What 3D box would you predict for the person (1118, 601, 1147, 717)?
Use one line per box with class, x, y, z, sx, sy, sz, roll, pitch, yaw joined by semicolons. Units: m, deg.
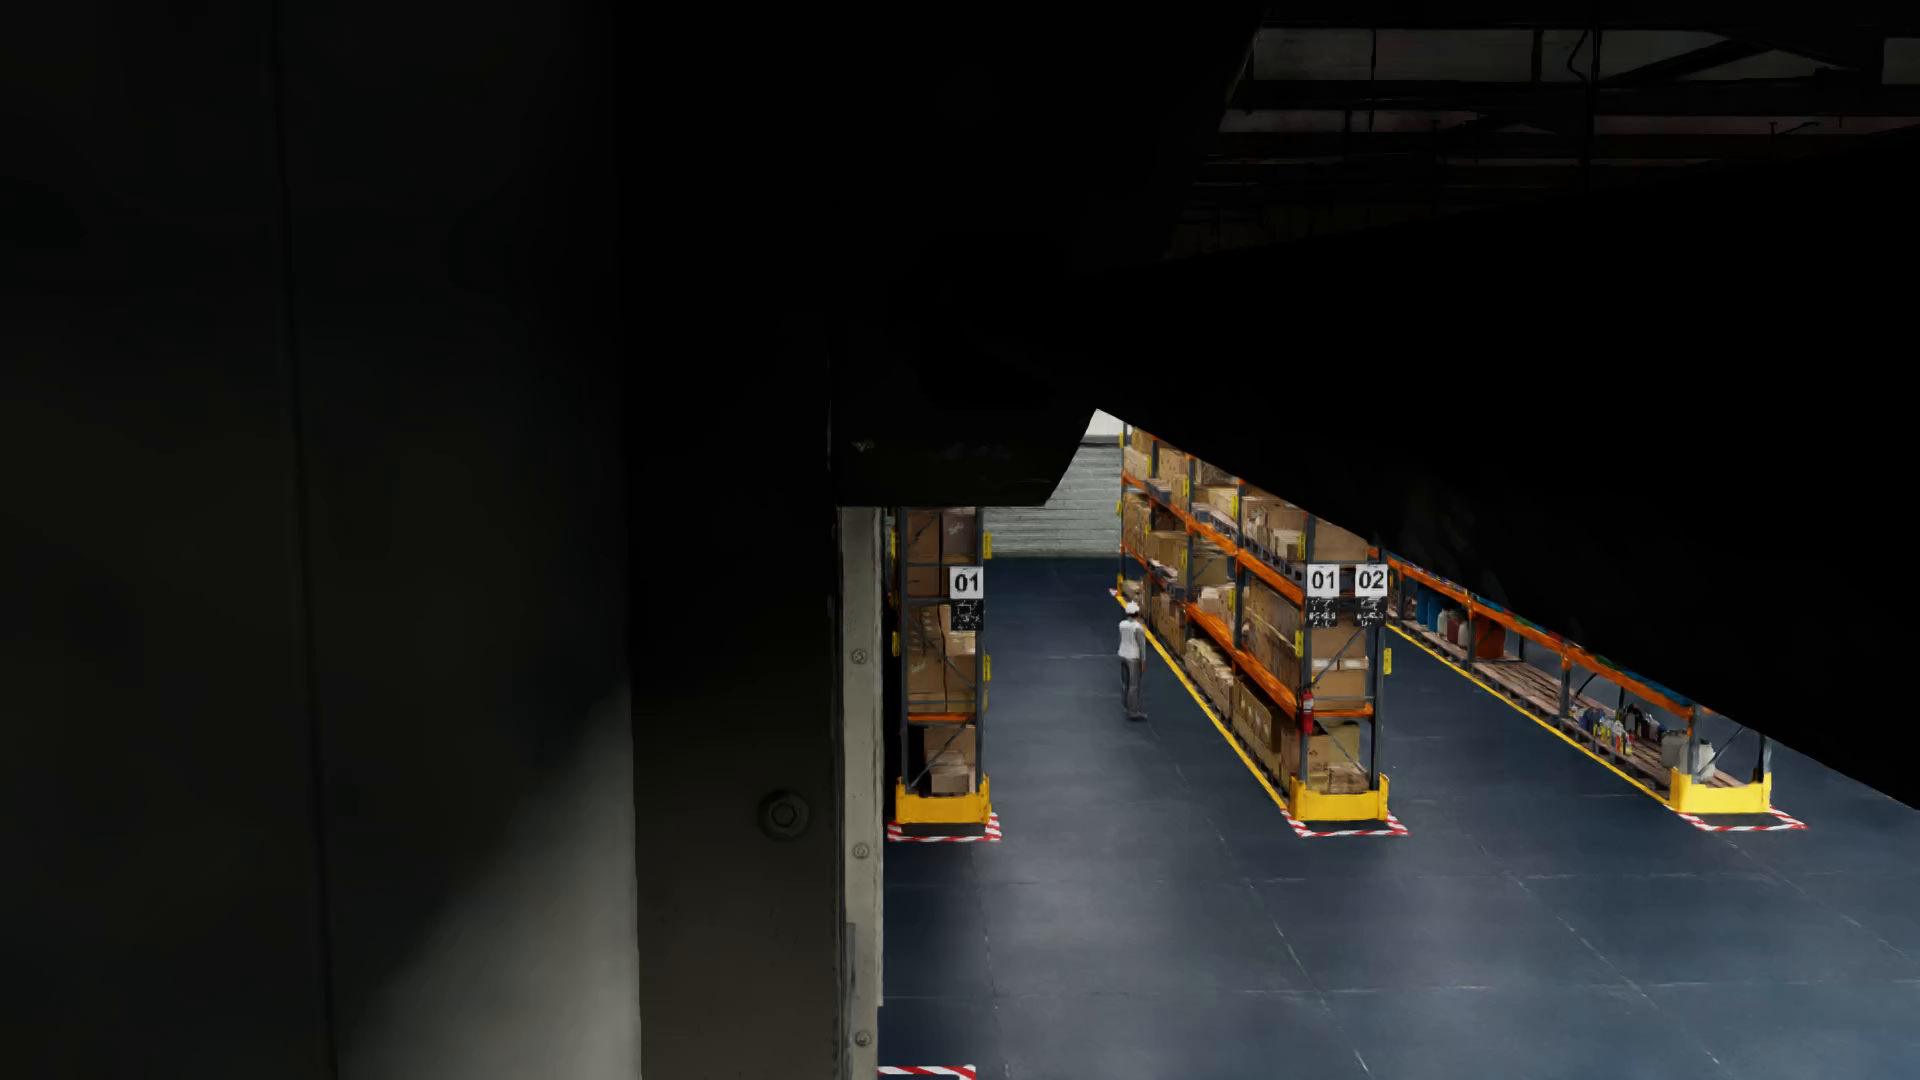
person;2.703;1.829;25.771;0.448;1.776;0.586;-5;10;-33
